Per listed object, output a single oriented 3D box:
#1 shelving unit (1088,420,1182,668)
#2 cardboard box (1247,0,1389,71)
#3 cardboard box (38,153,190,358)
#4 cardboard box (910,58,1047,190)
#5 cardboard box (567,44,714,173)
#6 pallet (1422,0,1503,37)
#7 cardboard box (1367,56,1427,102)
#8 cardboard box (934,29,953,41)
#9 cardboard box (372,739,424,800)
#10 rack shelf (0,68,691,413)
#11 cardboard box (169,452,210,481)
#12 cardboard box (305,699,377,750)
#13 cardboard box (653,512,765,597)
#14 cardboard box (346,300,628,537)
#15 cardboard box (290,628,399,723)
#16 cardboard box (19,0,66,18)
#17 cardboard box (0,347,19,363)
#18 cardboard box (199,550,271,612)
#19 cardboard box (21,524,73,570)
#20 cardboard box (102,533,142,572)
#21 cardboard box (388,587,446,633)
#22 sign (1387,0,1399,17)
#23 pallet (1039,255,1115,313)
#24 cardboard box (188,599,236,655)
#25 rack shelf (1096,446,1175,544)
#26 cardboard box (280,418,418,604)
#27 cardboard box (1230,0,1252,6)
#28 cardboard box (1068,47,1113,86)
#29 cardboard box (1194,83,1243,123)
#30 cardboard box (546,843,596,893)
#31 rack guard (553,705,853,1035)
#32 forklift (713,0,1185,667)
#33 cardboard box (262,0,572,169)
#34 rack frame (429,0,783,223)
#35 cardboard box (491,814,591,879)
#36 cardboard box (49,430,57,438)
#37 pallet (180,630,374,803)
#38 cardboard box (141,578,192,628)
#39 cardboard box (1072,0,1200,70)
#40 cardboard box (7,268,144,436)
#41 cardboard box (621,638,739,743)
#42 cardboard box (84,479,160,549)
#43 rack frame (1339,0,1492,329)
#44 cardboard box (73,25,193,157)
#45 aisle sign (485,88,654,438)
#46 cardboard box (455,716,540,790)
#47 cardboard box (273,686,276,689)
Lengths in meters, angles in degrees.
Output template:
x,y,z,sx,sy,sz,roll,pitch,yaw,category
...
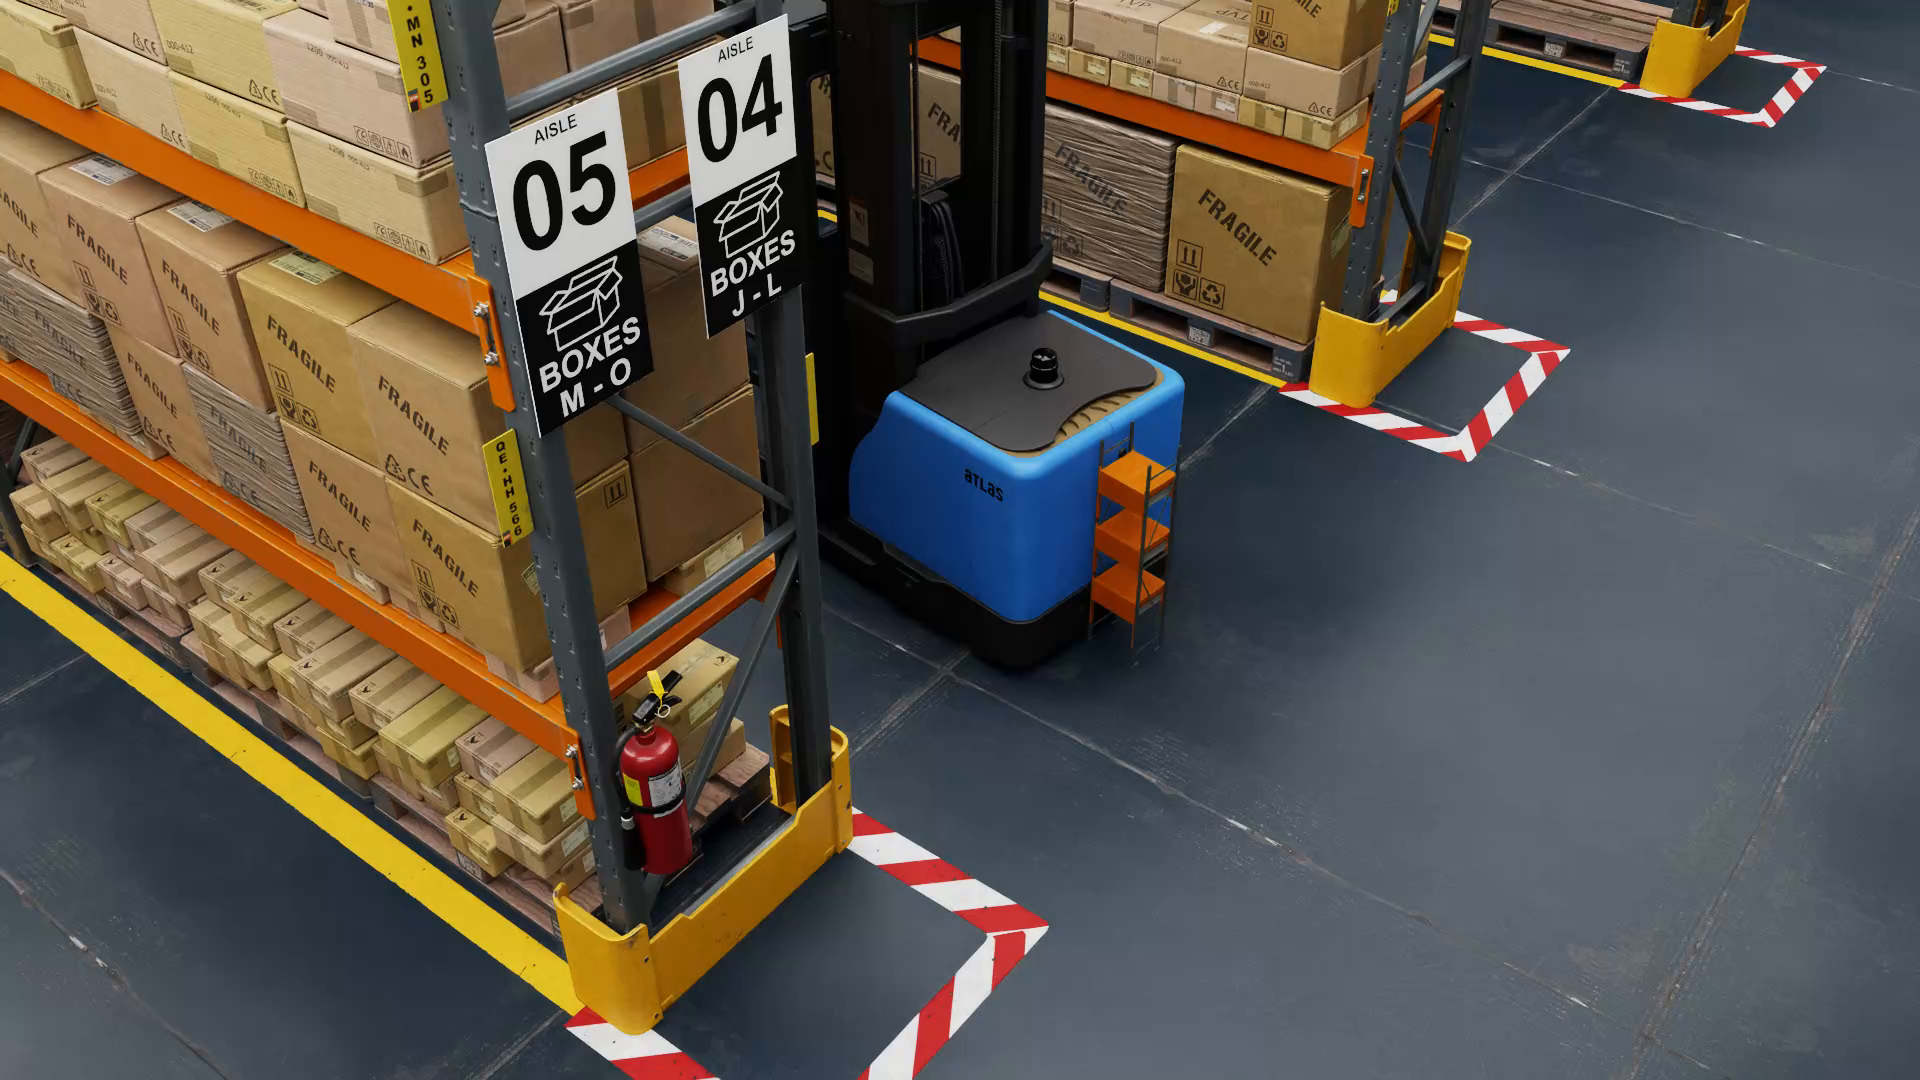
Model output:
x,y,z,sx,sy,sz,roll,pitch,yaw,category
0.711,0.033,6.856,0.215,1.050,0.252,-31,48,-34,shelving unit
1.737,-2.612,7.925,0.500,0.500,0.500,26,45,29,cardboard box
-2.567,-0.990,5.448,0.500,0.500,0.500,24,44,27,cardboard box
0.297,-2.408,9.776,0.875,0.875,0.875,25,45,29,cardboard box
-1.011,-1.229,4.575,0.500,0.250,0.500,27,45,30,cardboard box
3.697,-4.317,13.093,1.213,0.211,1.003,25,45,29,pallet
2.202,-2.400,8.586,0.250,0.149,0.380,26,45,29,cardboard box
-0.029,-2.940,9.276,0.250,0.149,0.380,25,44,28,cardboard box
-1.982,0.774,6.300,0.250,0.149,0.380,26,45,29,cardboard box
-2.398,-1.461,5.333,4.000,0.370,1.077,25,45,29,rack shelf
-2.644,-0.400,6.031,0.250,0.149,0.380,27,45,30,cardboard box
-2.235,0.587,6.298,0.250,0.149,0.380,26,45,29,cardboard box
-0.868,0.003,5.517,0.250,0.149,0.380,25,44,28,cardboard box
-1.324,-0.414,4.712,0.500,0.500,0.500,24,44,28,cardboard box
-2.246,0.476,6.198,0.250,0.149,0.380,27,45,30,cardboard box
-2.536,-1.760,4.847,0.500,0.250,0.500,23,44,27,cardboard box
-3.710,-0.886,6.653,0.250,0.149,0.380,27,45,30,cardboard box
-2.785,0.128,6.643,0.250,0.149,0.380,23,44,27,cardboard box
-3.893,-0.061,7.367,0.250,0.149,0.380,23,44,27,cardboard box
-3.422,-0.055,7.118,0.250,0.149,0.380,25,44,28,cardboard box
-1.623,0.103,5.389,0.250,0.149,0.380,25,44,28,cardboard box
1.943,-2.493,7.370,0.005,0.325,0.100,25,45,29,sign
0.636,-1.825,9.910,1.213,0.211,1.003,25,45,29,pallet
-2.844,0.287,6.680,0.250,0.149,0.380,25,44,28,cardboard box
0.711,-0.182,6.688,0.215,0.259,0.240,-31,48,-34,rack shelf
-1.729,-0.208,5.260,0.500,0.500,0.500,25,44,28,cardboard box
1.650,-2.766,8.730,0.500,0.250,0.500,25,44,28,cardboard box
0.783,-2.557,8.786,0.250,0.149,0.380,25,45,29,cardboard box
1.394,-2.270,8.419,0.250,0.149,0.380,25,45,29,cardboard box
-1.354,1.048,5.950,0.250,0.149,0.380,26,45,29,cardboard box
-0.870,1.142,5.886,0.348,0.500,1.175,25,45,29,rack guard
-0.442,-1.431,7.200,1.130,2.935,3.031,-31,48,-34,forklift
-1.330,-1.181,4.108,0.500,0.250,0.500,24,44,27,cardboard box
-0.810,-2.176,3.230,0.127,3.000,1.000,25,45,29,rack frame
-1.402,0.968,5.811,0.250,0.149,0.380,24,44,27,cardboard box
-4.413,-0.900,8.153,0.500,0.500,0.500,27,45,30,cardboard box
-2.459,0.477,6.970,1.213,0.211,1.003,25,45,29,pallet
-3.220,0.177,7.063,0.250,0.149,0.380,24,44,28,cardboard box
0.931,-2.695,8.640,0.500,0.250,0.500,24,44,27,cardboard box
-2.971,-0.772,5.980,0.500,0.500,0.500,24,44,28,cardboard box
-1.019,0.546,6.108,0.250,0.149,0.380,23,44,27,cardboard box
-3.425,-0.156,7.005,0.250,0.149,0.380,25,44,28,cardboard box
2.284,-2.205,8.133,0.127,3.000,1.000,25,45,29,rack frame
-2.127,-1.357,4.738,0.500,0.250,0.500,27,46,30,cardboard box
-0.934,-0.663,4.055,0.004,0.787,0.394,25,45,29,aisle sign
-1.549,0.713,5.896,0.250,0.149,0.380,26,45,29,cardboard box
-2.583,0.466,6.694,0.250,0.149,0.380,27,45,30,cardboard box
